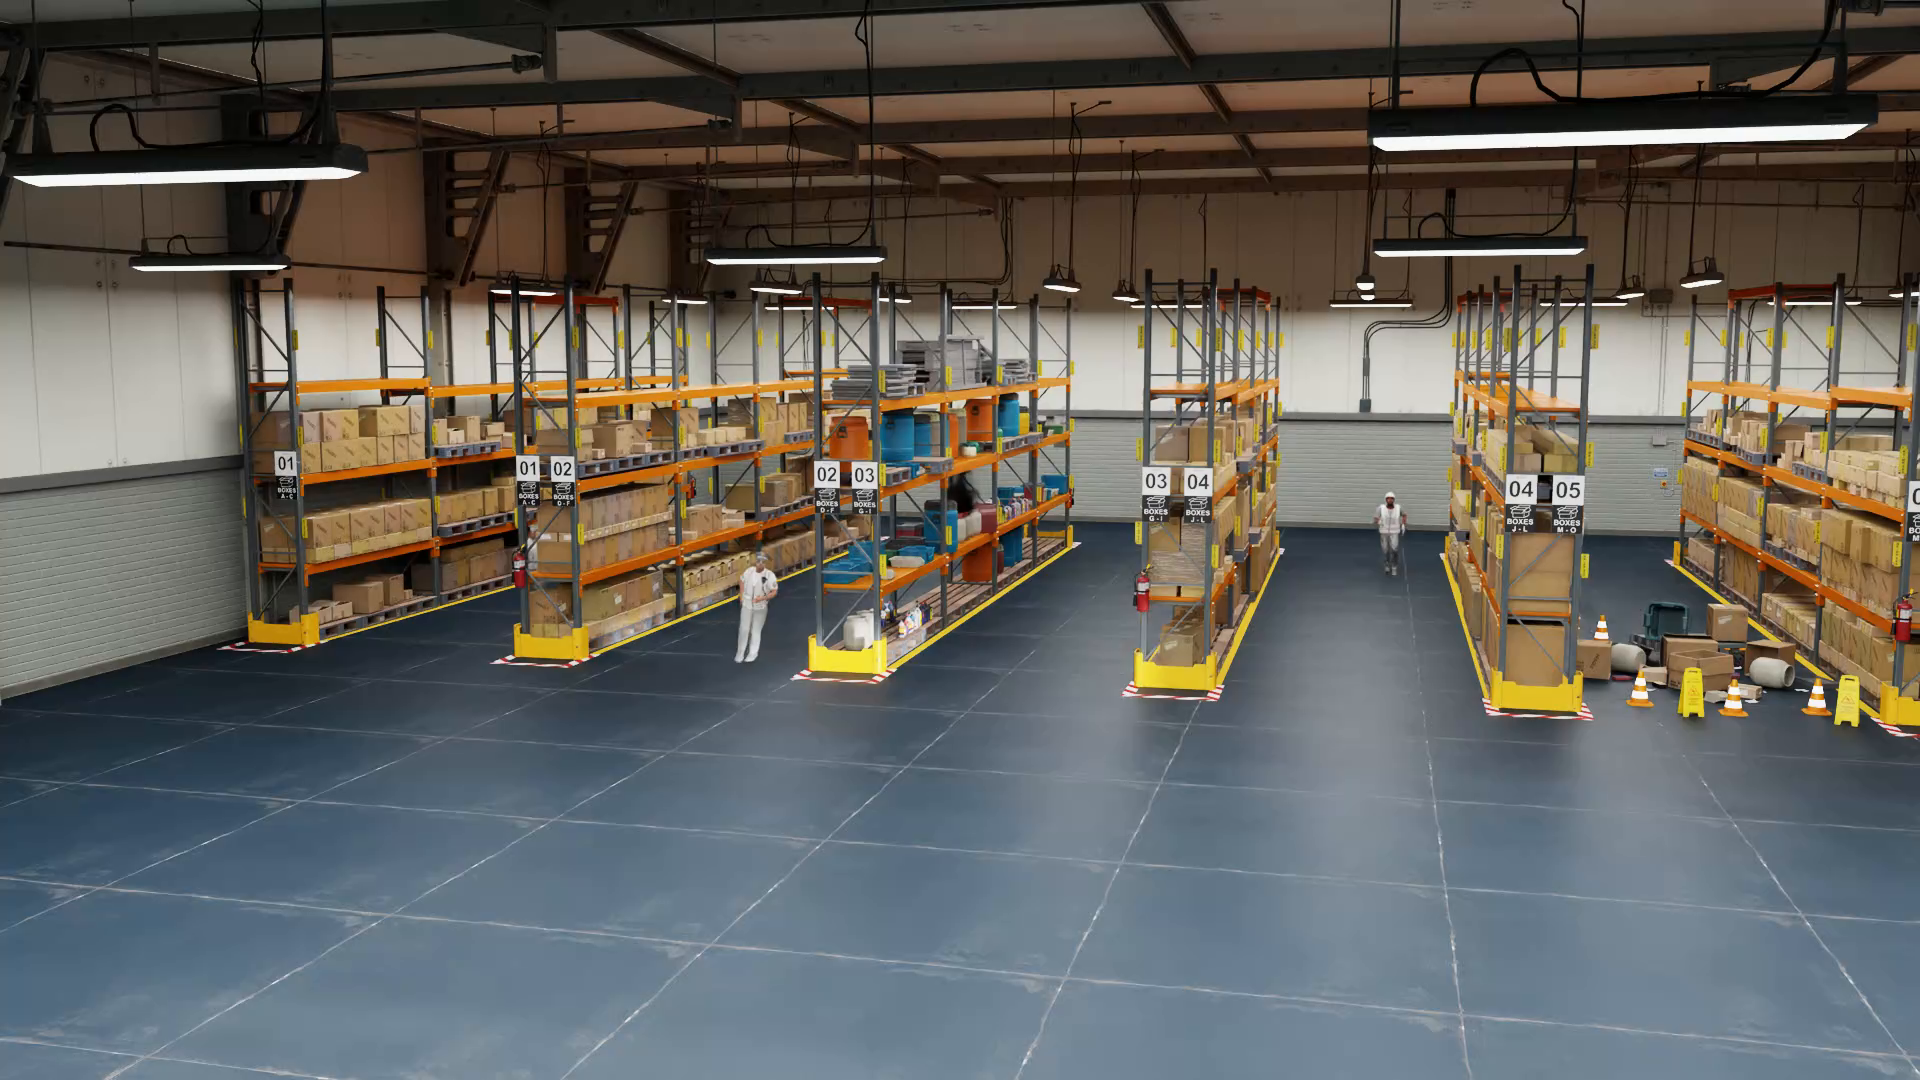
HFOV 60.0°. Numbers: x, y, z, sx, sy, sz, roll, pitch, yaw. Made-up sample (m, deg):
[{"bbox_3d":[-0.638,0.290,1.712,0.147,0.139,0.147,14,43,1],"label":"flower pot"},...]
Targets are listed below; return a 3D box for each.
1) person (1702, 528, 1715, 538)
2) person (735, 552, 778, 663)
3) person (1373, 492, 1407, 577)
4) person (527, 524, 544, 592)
[{"bbox_3d":[17.231,-0.352,38.040,0.703,1.694,0.572,7,9,43],"label":"person"},{"bbox_3d":[-3.180,1.055,25.908,0.684,1.768,0.654,0,7,3],"label":"person"},{"bbox_3d":[9.140,-0.117,35.424,0.671,1.813,0.736,2,7,19],"label":"person"},{"bbox_3d":[-7.669,0.549,30.128,0.587,1.701,0.930,1,7,6],"label":"person"}]
